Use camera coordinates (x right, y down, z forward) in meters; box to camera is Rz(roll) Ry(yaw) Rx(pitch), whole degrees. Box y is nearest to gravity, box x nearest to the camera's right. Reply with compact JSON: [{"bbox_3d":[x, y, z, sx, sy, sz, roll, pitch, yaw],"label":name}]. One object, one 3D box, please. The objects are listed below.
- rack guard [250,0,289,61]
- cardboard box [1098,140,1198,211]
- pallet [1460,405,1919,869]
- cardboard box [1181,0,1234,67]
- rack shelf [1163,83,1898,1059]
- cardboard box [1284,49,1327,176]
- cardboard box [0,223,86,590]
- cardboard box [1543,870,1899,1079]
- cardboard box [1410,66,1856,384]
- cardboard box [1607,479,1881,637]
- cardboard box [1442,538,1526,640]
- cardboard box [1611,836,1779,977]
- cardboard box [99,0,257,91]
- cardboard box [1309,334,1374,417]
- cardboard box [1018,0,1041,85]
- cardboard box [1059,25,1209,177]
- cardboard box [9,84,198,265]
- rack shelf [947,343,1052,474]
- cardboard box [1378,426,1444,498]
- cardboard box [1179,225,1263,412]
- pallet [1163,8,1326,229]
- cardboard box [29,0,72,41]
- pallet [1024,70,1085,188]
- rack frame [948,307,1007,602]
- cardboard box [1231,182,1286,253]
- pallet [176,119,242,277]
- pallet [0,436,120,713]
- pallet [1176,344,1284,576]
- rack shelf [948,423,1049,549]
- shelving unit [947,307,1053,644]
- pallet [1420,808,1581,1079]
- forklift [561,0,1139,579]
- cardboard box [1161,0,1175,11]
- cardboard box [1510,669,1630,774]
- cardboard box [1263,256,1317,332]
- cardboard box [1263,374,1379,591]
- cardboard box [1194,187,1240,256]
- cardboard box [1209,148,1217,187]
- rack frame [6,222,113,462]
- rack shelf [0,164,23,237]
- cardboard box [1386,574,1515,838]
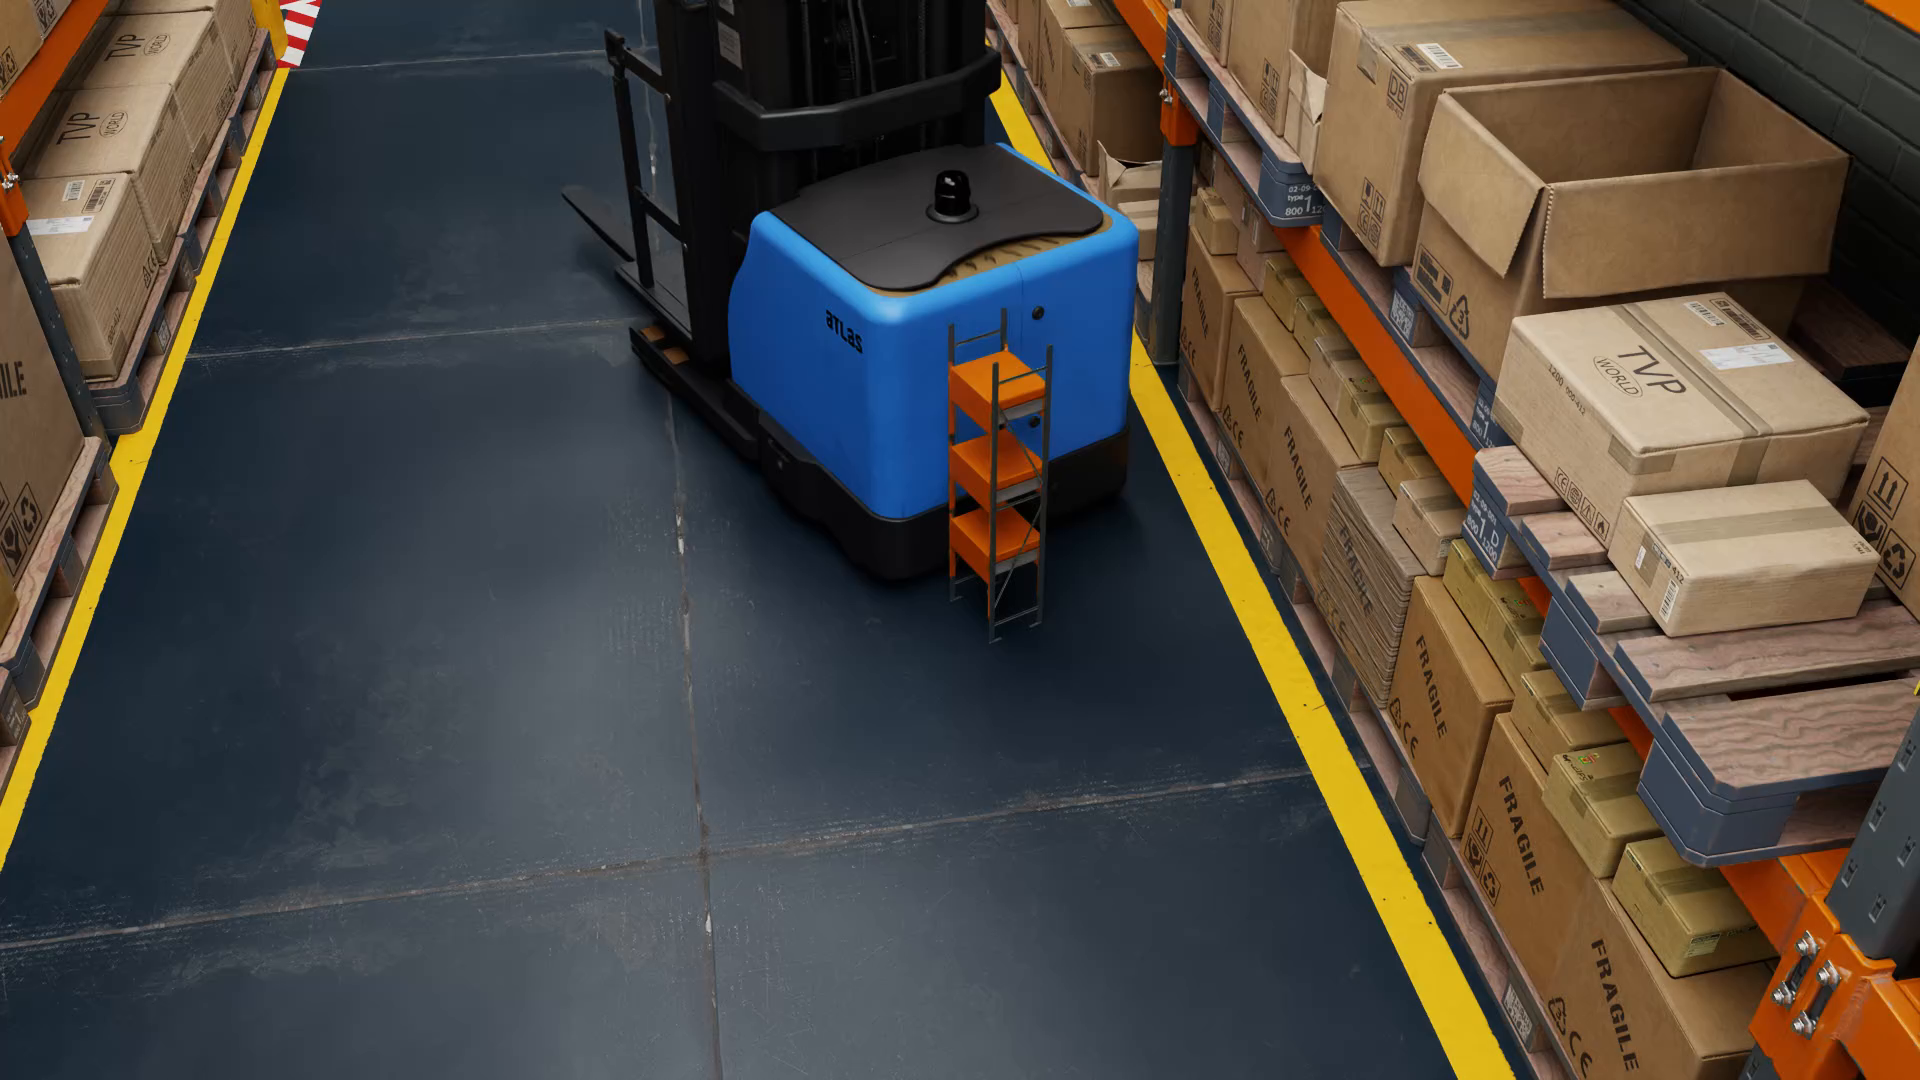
[{"bbox_3d":[-4.334,-2.870,9.037,1.175,0.500,0.348,-6,38,-8],"label":"rack guard"},{"bbox_3d":[0.808,-1.570,7.212,0.396,0.266,0.258,-5,38,-6],"label":"cardboard box"},{"bbox_3d":[1.771,0.127,3.298,1.213,0.211,1.003,-6,38,-8],"label":"pallet"},{"bbox_3d":[1.122,-1.852,5.265,0.700,0.500,0.500,-5,38,-7],"label":"cardboard box"},{"bbox_3d":[1.608,-0.471,4.497,1.077,0.370,4.000,-6,38,-8],"label":"rack shelf"},{"bbox_3d":[1.124,-1.195,4.611,0.396,0.266,0.258,-4,38,-6],"label":"cardboard box"},{"bbox_3d":[-3.441,-0.388,5.193,0.875,0.875,0.875,-5,38,-7],"label":"cardboard box"},{"bbox_3d":[1.673,1.042,3.659,0.500,0.500,0.500,-5,38,-7],"label":"cardboard box"},{"bbox_3d":[1.491,-0.719,3.805,0.797,0.503,0.637,-7,38,-9],"label":"cardboard box"},{"bbox_3d":[1.466,0.031,3.128,0.380,0.149,0.250,-6,38,-7],"label":"cardboard box"},{"bbox_3d":[1.496,0.107,4.334,0.380,0.149,0.250,-7,38,-9],"label":"cardboard box"},{"bbox_3d":[1.623,0.747,3.510,0.380,0.149,0.250,-8,39,-10],"label":"cardboard box"},{"bbox_3d":[-4.115,-2.609,8.409,0.875,0.438,0.875,-7,38,-9],"label":"cardboard box"},{"bbox_3d":[1.308,-0.521,5.142,0.380,0.149,0.250,-6,38,-8],"label":"cardboard box"},{"bbox_3d":[0.682,-2.657,8.421,0.700,0.500,0.500,-5,38,-6],"label":"cardboard box"},{"bbox_3d":[0.864,-2.030,7.614,0.700,0.500,0.500,-8,38,-10],"label":"cardboard box"},{"bbox_3d":[-3.790,-1.512,6.998,0.875,0.438,0.875,-7,38,-9],"label":"cardboard box"},{"bbox_3d":[0.116,-0.394,4.956,0.215,0.259,0.240,-20,42,-24],"label":"rack shelf"},{"bbox_3d":[1.425,-0.211,4.743,0.380,0.149,0.250,-6,38,-8],"label":"cardboard box"},{"bbox_3d":[1.121,-0.825,6.062,0.500,0.500,0.500,-5,38,-6],"label":"cardboard box"},{"bbox_3d":[1.290,-1.393,5.254,1.003,0.211,1.213,-6,38,-8],"label":"pallet"},{"bbox_3d":[-3.537,-2.082,5.904,0.500,0.500,0.500,-6,38,-8],"label":"cardboard box"},{"bbox_3d":[0.921,-2.015,8.172,1.003,0.211,1.213,-6,38,-8],"label":"pallet"},{"bbox_3d":[0.053,-0.242,5.206,0.200,1.050,0.008,-20,42,-24],"label":"rack frame"},{"bbox_3d":[1.152,-1.118,5.668,0.380,0.149,0.250,-8,39,-10],"label":"cardboard box"},{"bbox_3d":[-3.902,-1.532,7.549,1.003,0.211,1.213,-6,38,-8],"label":"pallet"},{"bbox_3d":[-3.419,0.132,5.407,1.003,0.211,1.213,-6,38,-8],"label":"pallet"},{"bbox_3d":[1.438,-0.374,6.060,1.003,0.211,1.213,-6,38,-8],"label":"pallet"},{"bbox_3d":[0.116,-0.170,5.130,0.215,0.259,0.240,-20,42,-24],"label":"rack shelf"},{"bbox_3d":[0.116,-0.178,5.123,0.215,1.050,0.252,-20,42,-24],"label":"shelving unit"},{"bbox_3d":[1.865,1.099,4.163,1.003,0.211,1.213,-6,38,-8],"label":"pallet"},{"bbox_3d":[-0.651,-1.895,5.800,1.130,2.935,3.031,-23,43,-26],"label":"forklift"},{"bbox_3d":[0.953,-2.029,6.122,0.380,0.149,0.250,-6,38,-7],"label":"cardboard box"},{"bbox_3d":[1.542,0.422,3.928,0.380,0.149,0.250,-7,38,-9],"label":"cardboard box"},{"bbox_3d":[1.240,-0.840,5.552,0.380,0.149,0.250,-8,39,-10],"label":"cardboard box"},{"bbox_3d":[1.307,-0.203,5.261,0.500,0.500,0.500,-7,38,-9],"label":"cardboard box"},{"bbox_3d":[1.059,-1.152,5.955,0.380,0.149,0.250,-5,38,-6],"label":"cardboard box"},{"bbox_3d":[1.375,-1.491,7.074,0.500,0.311,0.500,-5,38,-6],"label":"cardboard box"},{"bbox_3d":[-3.628,-1.427,5.141,1.000,3.000,0.127,-6,38,-8],"label":"rack frame"},{"bbox_3d":[-3.278,0.065,3.807,1.077,0.370,4.000,-6,38,-8],"label":"rack shelf"},{"bbox_3d":[1.502,0.423,4.456,0.500,0.500,0.500,-5,38,-6],"label":"cardboard box"}]
